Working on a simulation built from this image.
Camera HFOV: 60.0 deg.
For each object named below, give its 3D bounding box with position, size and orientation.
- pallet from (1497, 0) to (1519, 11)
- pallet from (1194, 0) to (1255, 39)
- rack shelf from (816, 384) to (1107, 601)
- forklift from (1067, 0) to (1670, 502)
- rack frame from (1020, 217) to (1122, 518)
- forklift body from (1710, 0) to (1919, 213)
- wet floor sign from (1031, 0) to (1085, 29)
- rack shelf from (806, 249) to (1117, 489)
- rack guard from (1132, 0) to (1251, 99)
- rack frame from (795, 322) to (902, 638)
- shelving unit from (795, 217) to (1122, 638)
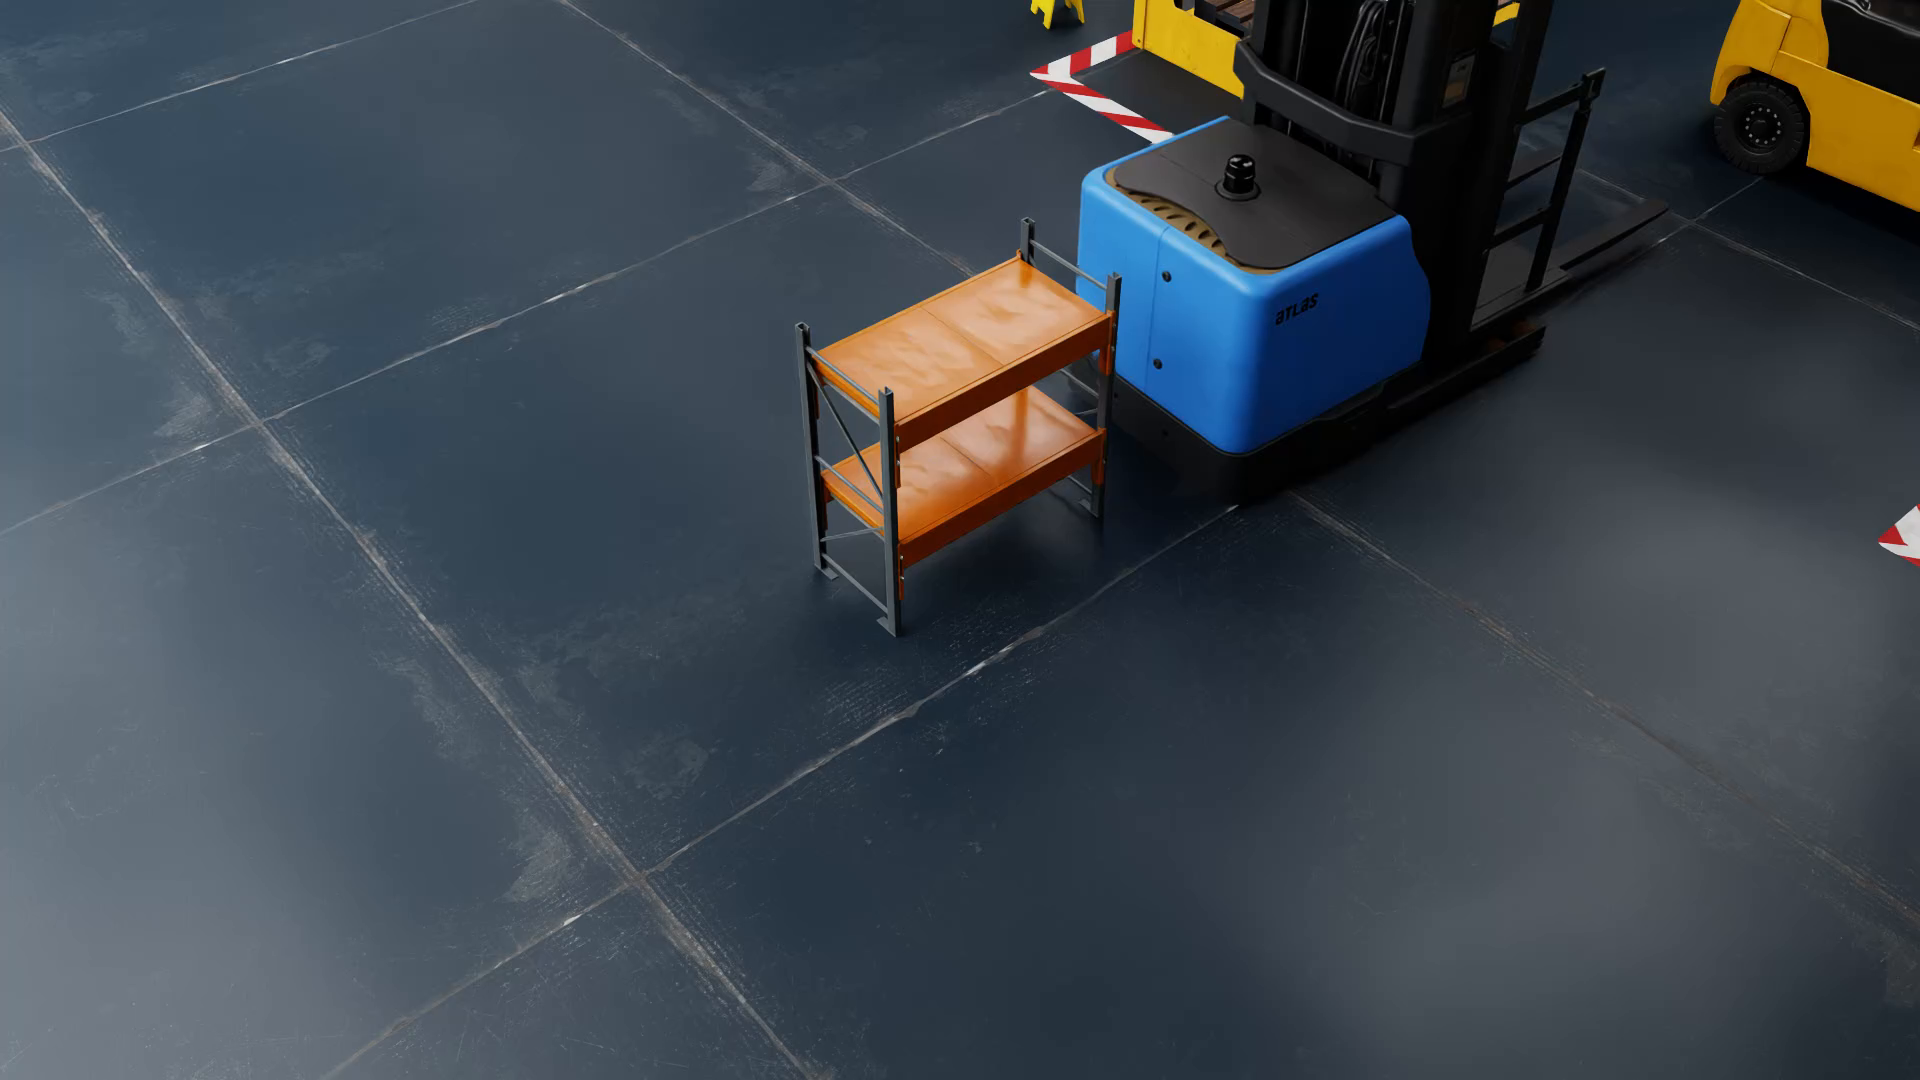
[{"bbox_3d":[3.043,-3.569,10.121,1.213,0.211,1.003,-30,51,-28],"label":"pallet"},{"bbox_3d":[2.108,-3.036,9.553,1.213,0.211,1.003,-30,51,-28],"label":"pallet"},{"bbox_3d":[0.005,-0.235,6.260,1.000,0.278,0.538,-30,51,-28],"label":"rack shelf"},{"bbox_3d":[1.938,-2.044,6.510,3.031,2.935,1.130,-27,50,-26],"label":"forklift"},{"bbox_3d":[0.395,-0.636,6.331,0.032,1.125,0.500,-30,51,-28],"label":"rack frame"},{"bbox_3d":[4.875,-2.557,7.627,1.214,2.155,2.313,-30,51,-28],"label":"forklift body"},{"bbox_3d":[0.572,-3.301,9.518,0.232,0.644,0.267,-14,45,-14],"label":"wet floor sign"},{"bbox_3d":[0.005,-0.626,5.892,1.000,0.278,0.538,-30,51,-28],"label":"rack shelf"},{"bbox_3d":[1.462,-2.803,9.094,0.348,0.500,1.175,-30,51,-28],"label":"rack guard"},{"bbox_3d":[-0.385,-0.190,5.855,0.032,1.125,0.500,-30,51,-28],"label":"rack frame"},{"bbox_3d":[0.005,-0.413,6.093,1.048,1.125,0.538,-30,51,-28],"label":"shelving unit"}]
